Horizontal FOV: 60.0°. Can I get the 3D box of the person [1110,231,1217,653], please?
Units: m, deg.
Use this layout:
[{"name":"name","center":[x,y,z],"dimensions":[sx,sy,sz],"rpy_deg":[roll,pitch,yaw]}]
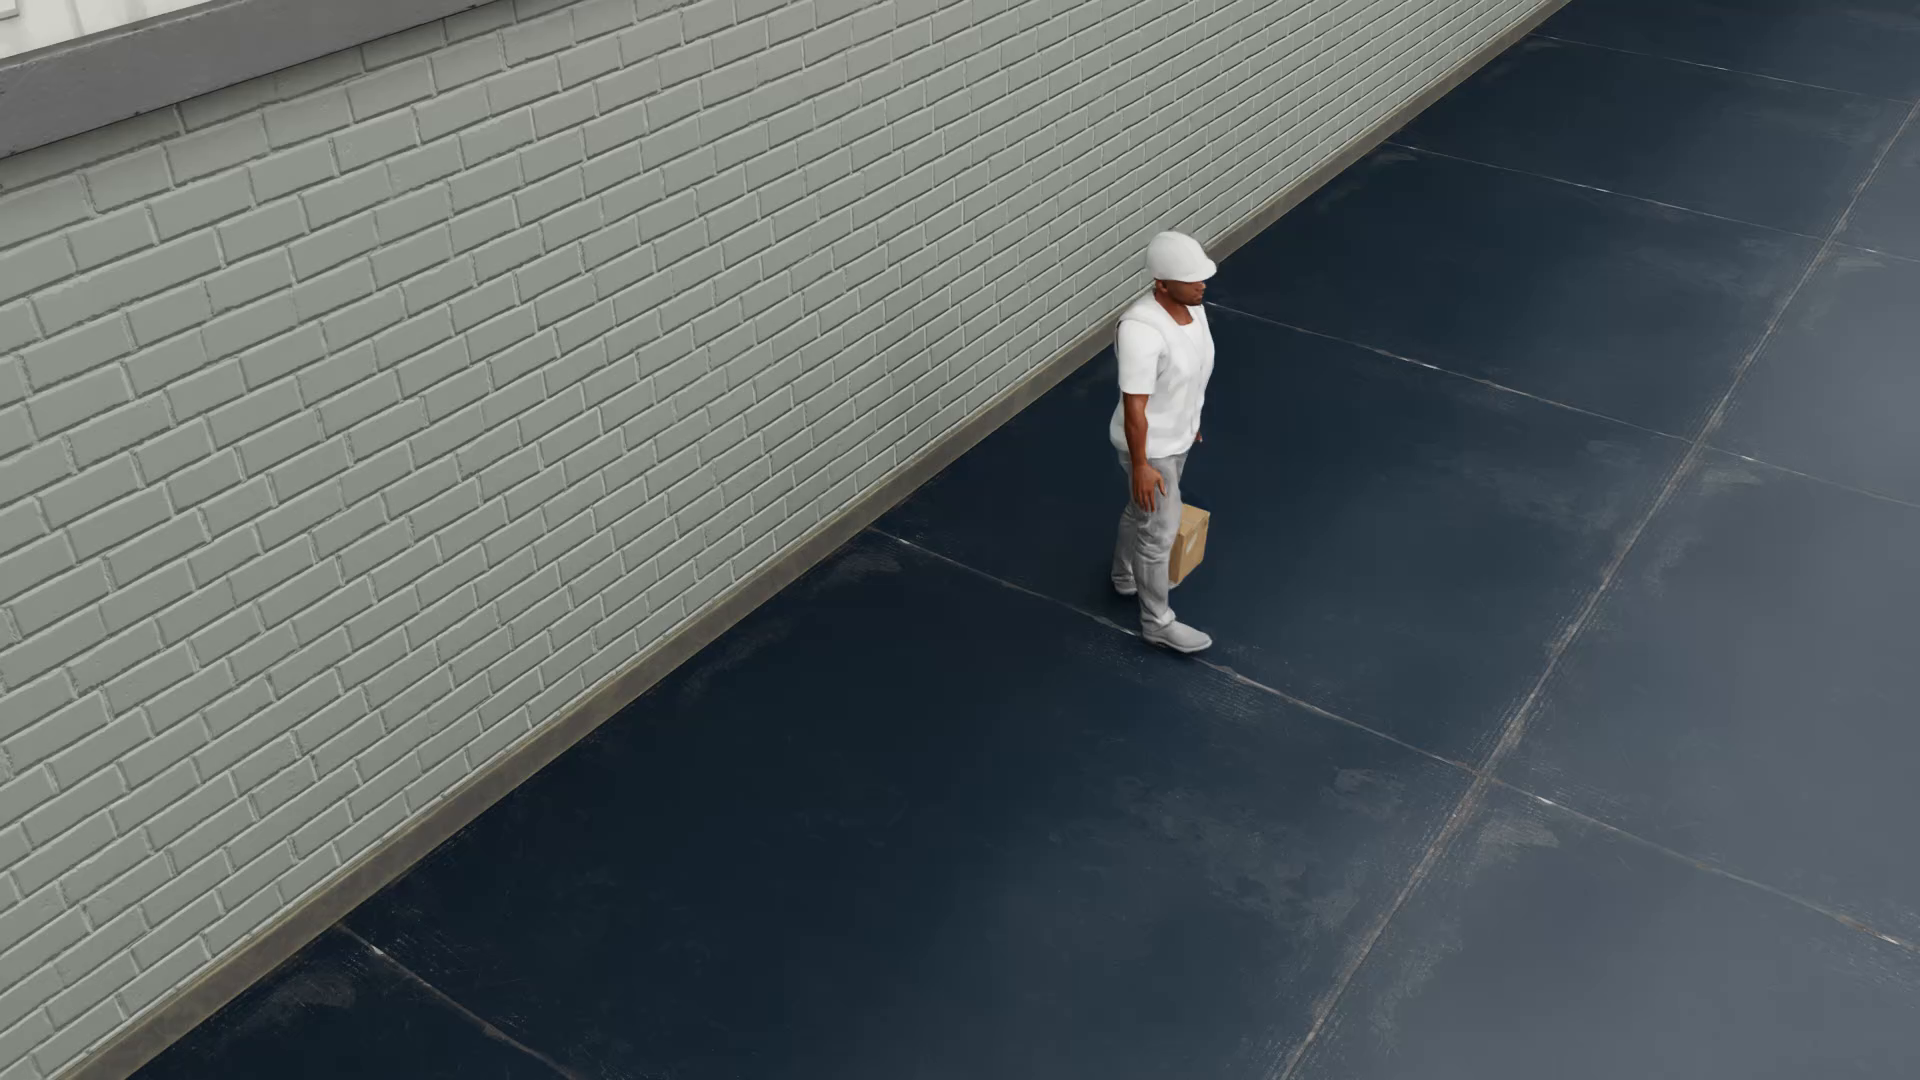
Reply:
[{"name":"person","center":[0.858,-0.387,6.645],"dimensions":[0.561,1.765,0.669],"rpy_deg":[16,38,22]}]
